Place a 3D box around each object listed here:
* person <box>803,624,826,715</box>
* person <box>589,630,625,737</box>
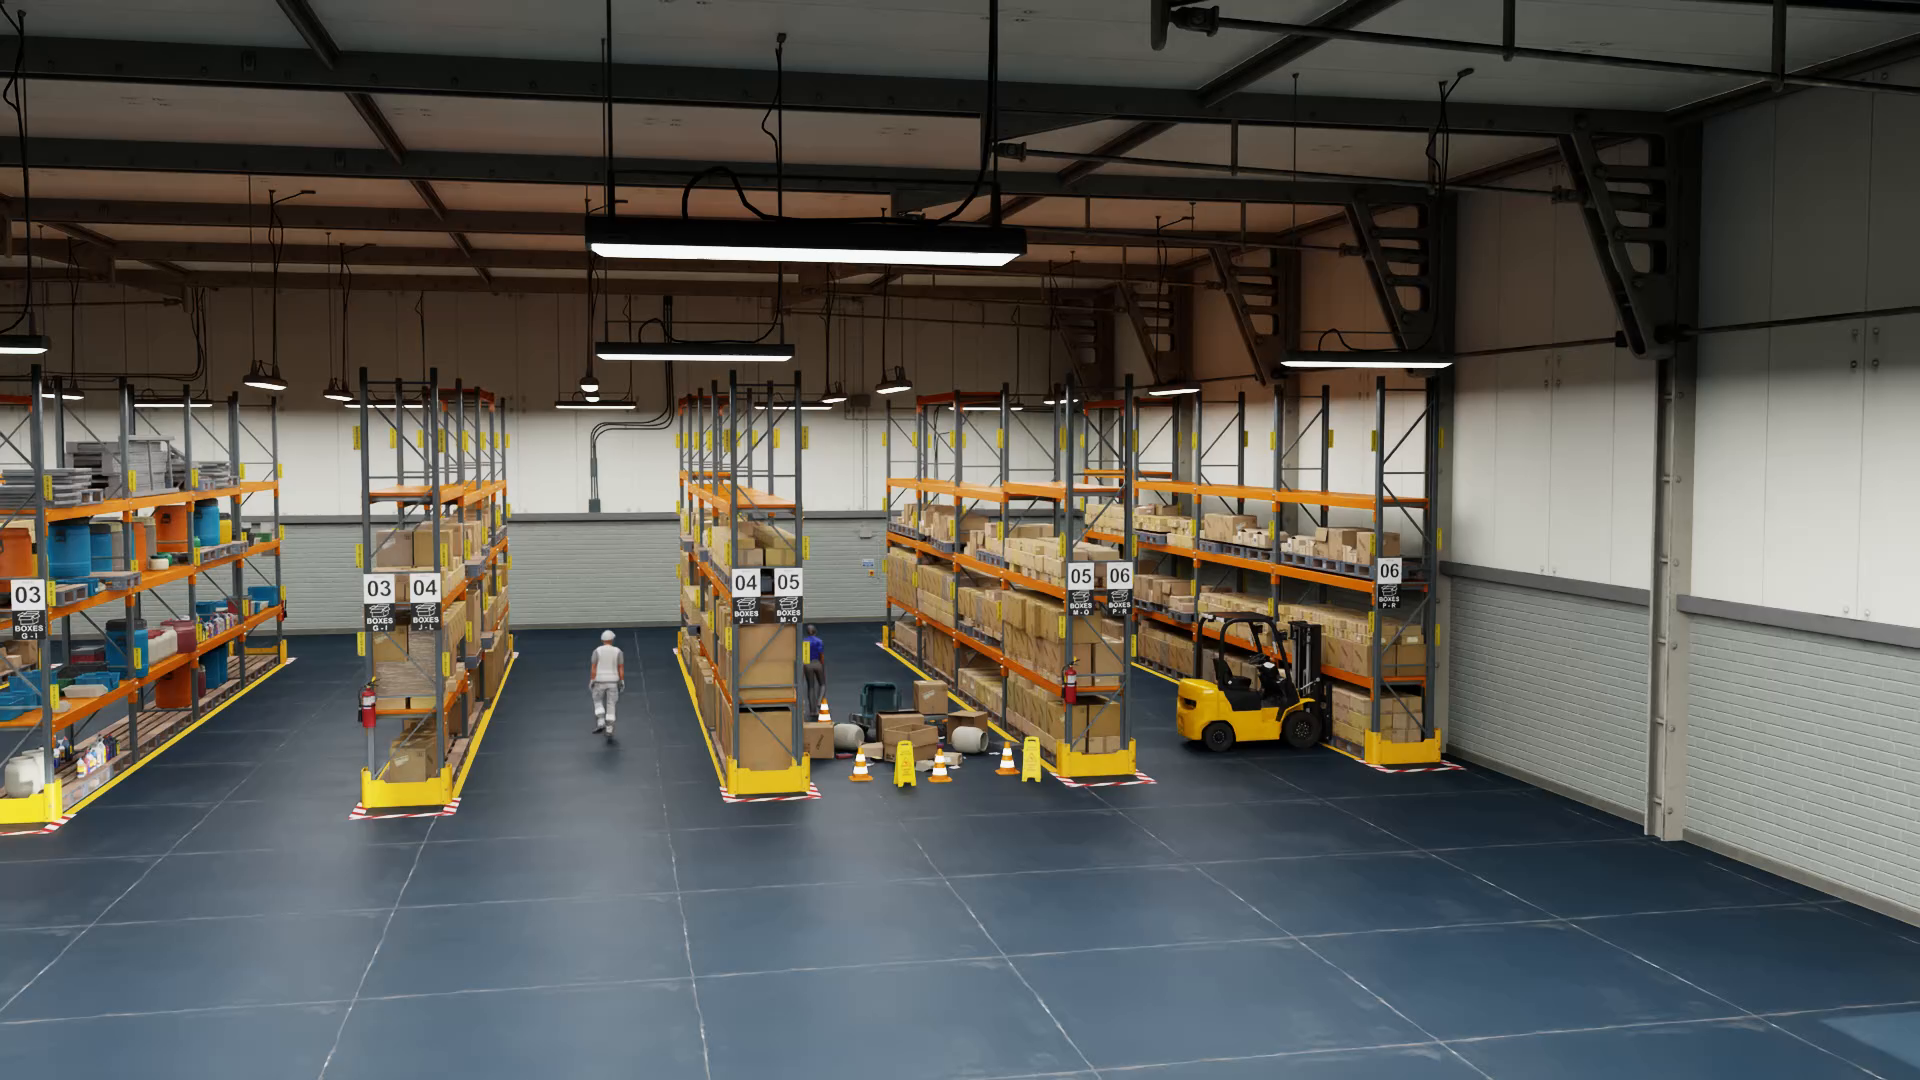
[{"bbox_3d":[-2.665,2.366,30.372,0.508,1.645,0.457,0,3,-3],"label":"person"},{"bbox_3d":[-5.990,2.417,28.214,0.590,1.772,0.502,-1,4,-17],"label":"person"}]
